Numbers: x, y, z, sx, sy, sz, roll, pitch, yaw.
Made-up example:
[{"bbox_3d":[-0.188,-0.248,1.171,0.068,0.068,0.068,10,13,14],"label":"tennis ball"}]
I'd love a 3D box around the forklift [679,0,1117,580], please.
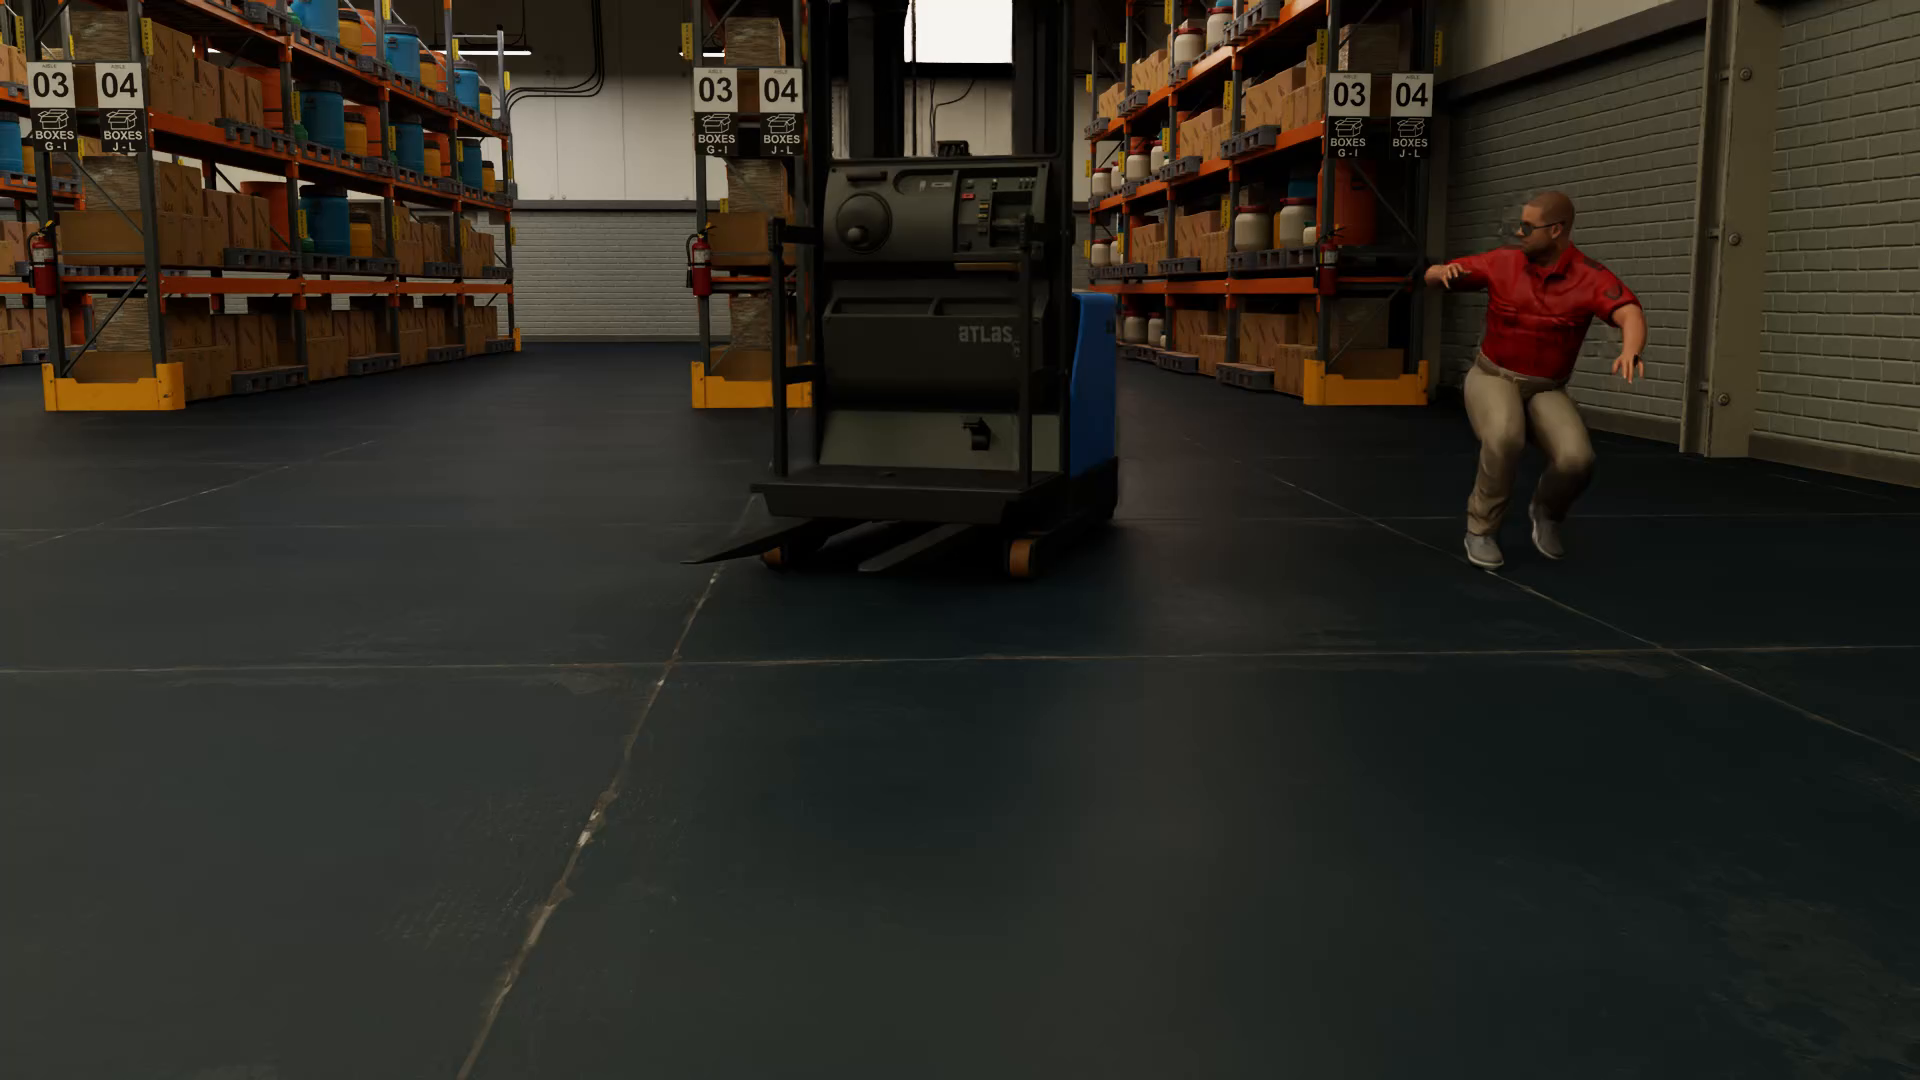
[{"bbox_3d":[-0.157,-1.360,6.489,1.130,2.935,3.031,2,9,16],"label":"forklift"}]

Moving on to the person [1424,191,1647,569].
[{"bbox_3d":[2.221,-0.612,6.485,0.787,1.474,0.978,2,9,11],"label":"person"}]
